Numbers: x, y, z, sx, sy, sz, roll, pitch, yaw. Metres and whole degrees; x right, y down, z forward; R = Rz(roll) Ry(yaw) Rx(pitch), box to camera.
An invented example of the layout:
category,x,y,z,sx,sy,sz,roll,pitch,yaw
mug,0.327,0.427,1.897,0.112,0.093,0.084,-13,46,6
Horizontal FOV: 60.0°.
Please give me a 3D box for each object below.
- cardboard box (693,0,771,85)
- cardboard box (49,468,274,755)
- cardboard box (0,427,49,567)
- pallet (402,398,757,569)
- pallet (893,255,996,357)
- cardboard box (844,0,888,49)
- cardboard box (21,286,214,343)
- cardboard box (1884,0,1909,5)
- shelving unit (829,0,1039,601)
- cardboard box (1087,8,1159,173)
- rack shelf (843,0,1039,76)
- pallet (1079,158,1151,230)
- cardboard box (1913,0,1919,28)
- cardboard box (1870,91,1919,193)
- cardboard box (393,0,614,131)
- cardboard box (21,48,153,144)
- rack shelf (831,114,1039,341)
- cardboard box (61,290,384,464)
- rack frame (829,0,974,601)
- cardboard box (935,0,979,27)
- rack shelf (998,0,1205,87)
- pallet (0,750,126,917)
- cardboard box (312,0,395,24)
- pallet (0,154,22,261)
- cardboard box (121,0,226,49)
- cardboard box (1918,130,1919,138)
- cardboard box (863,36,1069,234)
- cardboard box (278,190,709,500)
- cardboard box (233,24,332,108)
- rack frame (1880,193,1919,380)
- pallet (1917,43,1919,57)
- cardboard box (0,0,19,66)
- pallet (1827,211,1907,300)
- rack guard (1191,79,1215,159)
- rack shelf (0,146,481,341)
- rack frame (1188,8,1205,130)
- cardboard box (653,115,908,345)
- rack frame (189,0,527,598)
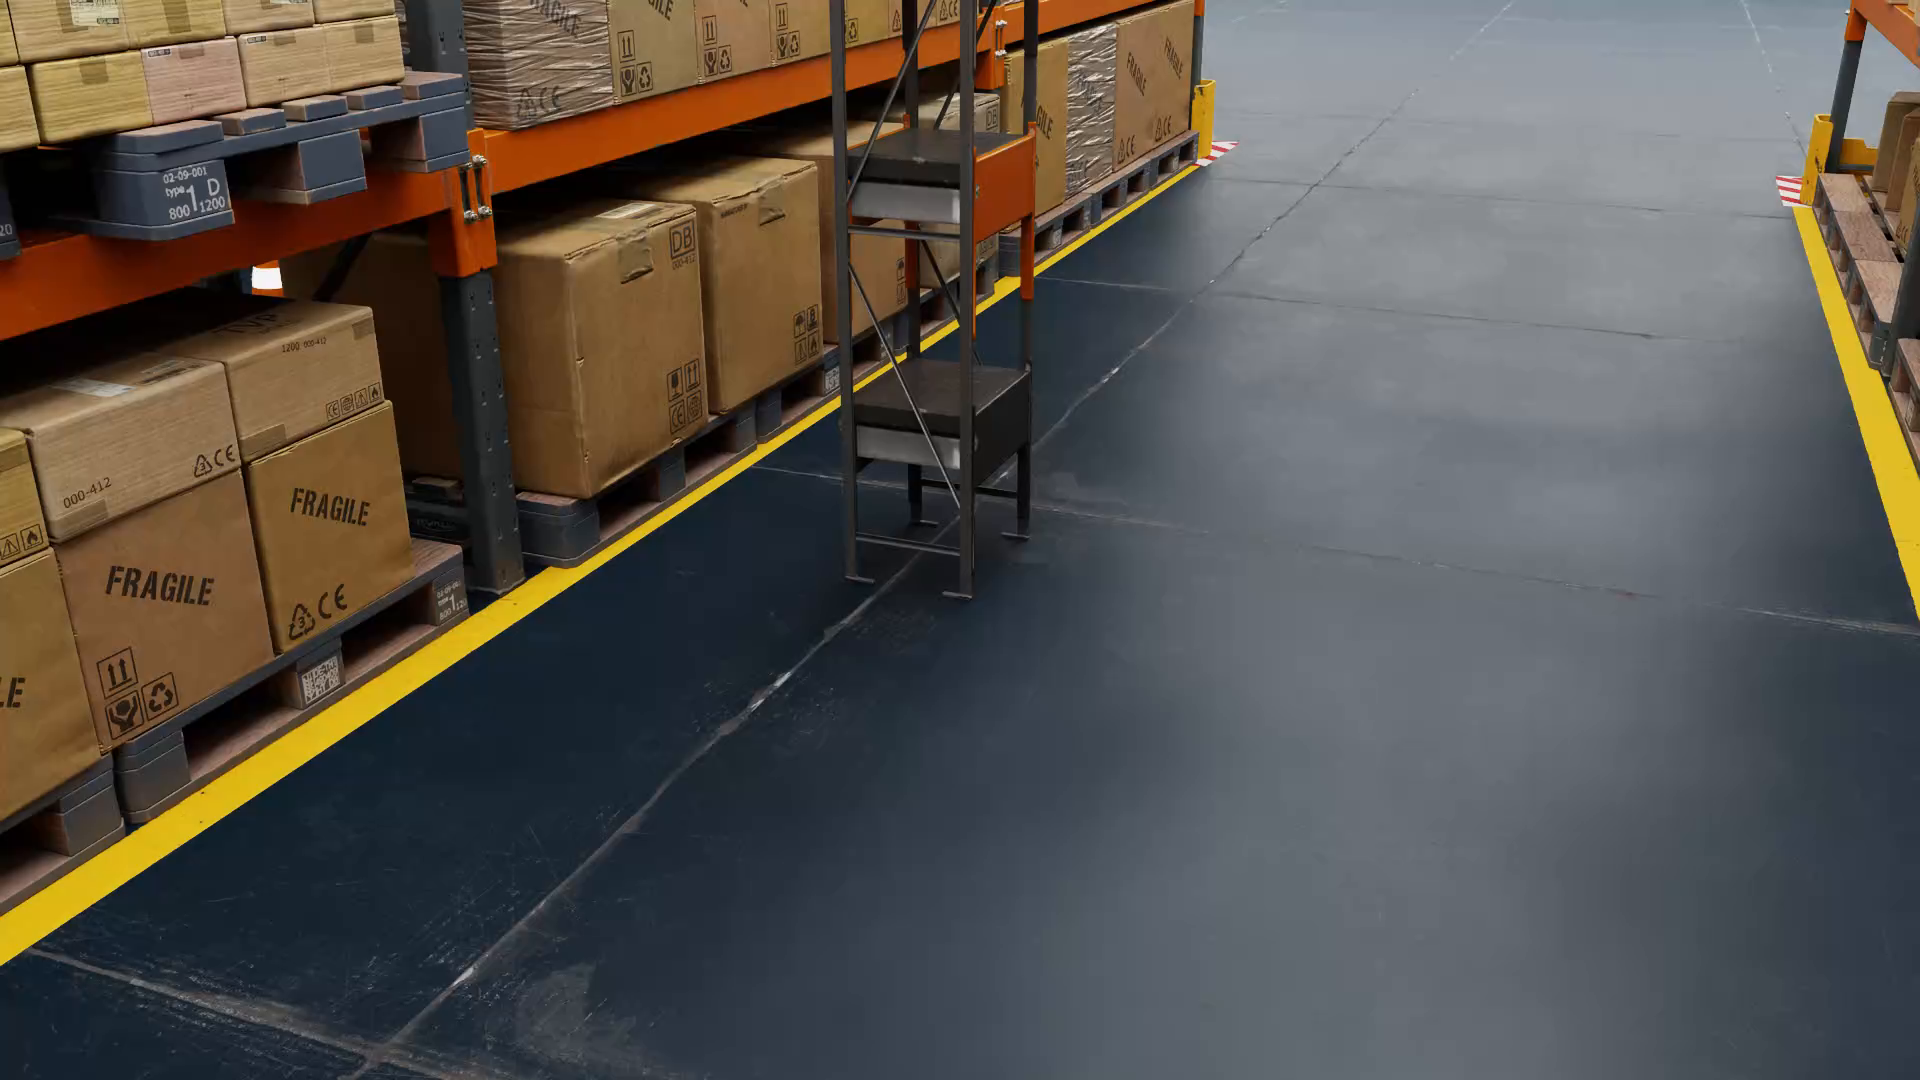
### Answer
category,x,y,z,sx,sy,sz,roll,pitch,yaw
cardboard box,-0.986,-1.839,5.630,0.500,0.500,0.500,9,24,20
cardboard box,-1.976,0.110,3.793,0.500,0.500,0.500,10,25,22
cardboard box,-2.169,-0.050,3.203,0.500,0.250,0.500,9,24,21
pallet,-1.415,-0.292,5.676,1.003,0.211,1.213,9,24,20
pallet,-0.508,-1.166,7.767,1.003,0.211,1.213,9,24,20
cardboard box,-0.613,-2.199,6.492,0.500,0.500,0.500,9,24,21
cardboard box,-2.258,-0.482,4.238,0.500,0.250,0.500,8,24,18
cardboard box,4.787,-2.718,8.190,0.380,0.149,0.250,9,24,20
shelving unit,-0.061,-0.910,4.703,0.431,2.100,0.503,9,24,20
cardboard box,0.679,-2.817,10.313,0.875,0.875,0.875,8,24,19
rack shelf,-0.062,-1.543,4.439,0.431,0.518,0.480,9,24,20
pallet,0.515,-2.151,10.127,1.003,0.211,1.213,9,24,20
cardboard box,4.322,-2.270,7.120,0.380,0.149,0.250,9,24,20
cardboard box,5.514,-2.244,9.428,0.500,0.500,0.500,14,26,30
cardboard box,-1.360,-1.476,4.762,0.500,0.500,0.500,9,24,21
cardboard box,-1.819,-0.874,3.232,0.380,0.149,0.250,8,24,19
rack shelf,-0.061,-0.897,4.709,0.431,0.518,0.480,9,24,20
cardboard box,-1.788,-0.412,4.070,0.500,0.250,0.500,8,24,19
rack frame,-0.152,-0.822,4.494,0.400,2.100,0.015,9,24,20
cardboard box,-0.237,-2.560,7.358,0.500,0.500,0.500,9,24,20
rack shelf,0.451,-3.123,9.768,1.077,0.370,4.000,9,24,20
pallet,-2.524,0.693,3.316,1.003,0.211,1.213,9,24,20
cardboard box,-1.538,-1.281,3.820,0.380,0.149,0.250,9,24,21
pallet,-2.475,-0.505,2.816,1.003,0.211,1.213,9,24,20
cardboard box,-1.731,-1.091,3.364,0.380,0.149,0.250,9,24,21
cardboard box,5.074,-1.804,8.374,0.500,0.500,0.500,11,25,25
cardboard box,0.007,-2.168,8.759,0.875,0.875,0.875,9,24,21
cardboard box,-1.468,-0.669,5.333,1.050,0.750,0.750,8,24,19
cardboard box,-1.628,-1.055,3.664,0.380,0.149,0.250,9,24,20
rack frame,4.276,-1.993,6.129,1.000,3.000,0.127,9,24,20
pallet,3.857,-1.652,5.561,1.003,0.211,1.213,9,24,20
cardboard box,-1.919,-0.912,2.938,0.380,0.149,0.250,9,24,20
pallet,4.944,-1.390,8.303,1.003,0.211,1.213,9,24,20
rack guard,1.203,-3.026,11.845,1.175,0.500,0.348,9,24,20
rack shelf,-2.520,-0.260,2.914,1.077,0.370,4.000,9,24,20
rack frame,1.194,-4.171,11.343,1.000,3.000,0.127,9,24,20
cardboard box,-0.801,-1.315,6.881,1.050,0.750,0.750,9,24,20
rack frame,-1.778,-1.308,4.489,1.000,3.000,0.127,9,24,20
